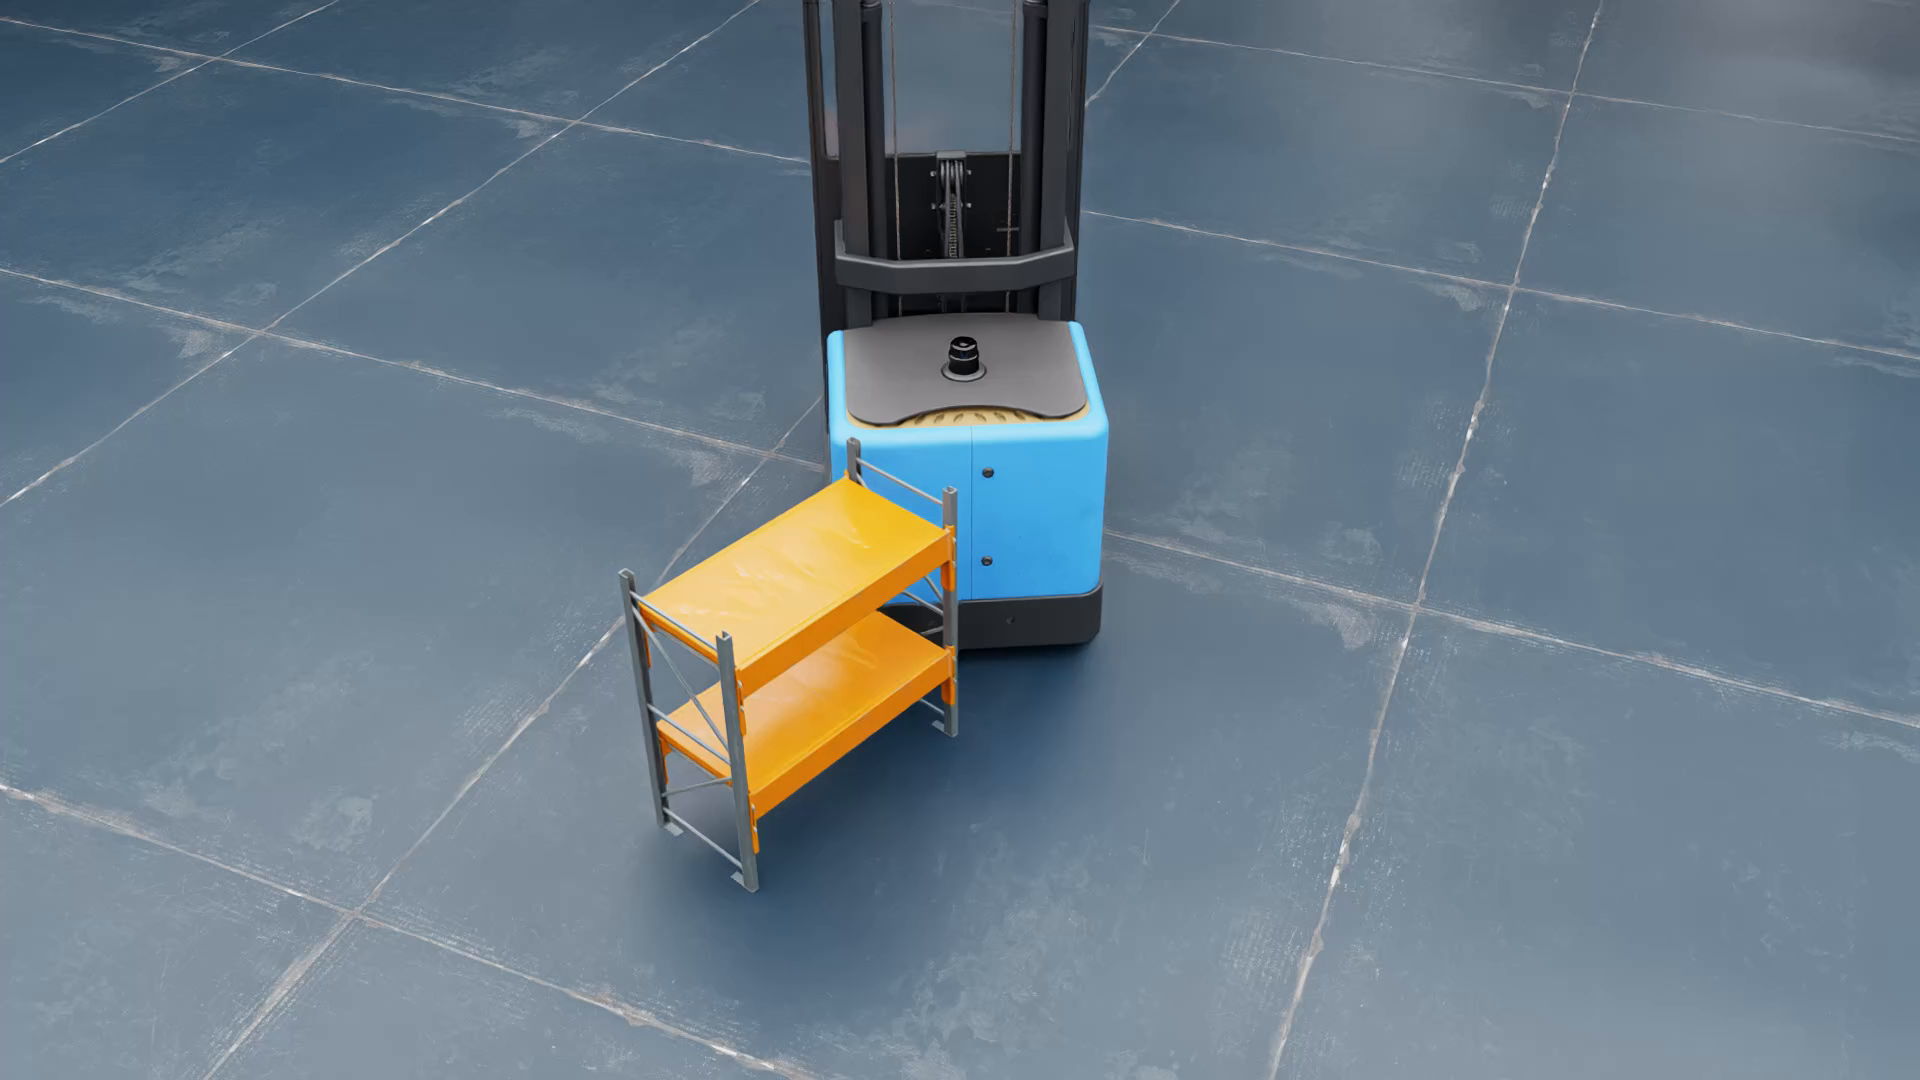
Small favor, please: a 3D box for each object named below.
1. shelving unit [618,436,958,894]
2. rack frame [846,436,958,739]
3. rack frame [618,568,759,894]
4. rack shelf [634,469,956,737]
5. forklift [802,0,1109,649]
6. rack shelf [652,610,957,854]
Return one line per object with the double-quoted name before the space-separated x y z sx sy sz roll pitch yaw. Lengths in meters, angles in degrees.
"shelving unit" -0.542 0.417 5.752 0.538 1.125 1.048 28 45 32
"rack frame" -0.204 0.190 6.057 0.500 1.125 0.032 28 45 32
"rack frame" -0.880 0.645 5.448 0.500 1.125 0.032 28 45 32
"rack shelf" -0.542 0.183 5.577 0.538 0.278 1.000 28 45 32
"forklift" -0.073 -1.591 6.931 1.130 2.935 3.031 -3 37 -4
"rack shelf" -0.542 0.613 5.899 0.538 0.278 1.000 28 45 32
